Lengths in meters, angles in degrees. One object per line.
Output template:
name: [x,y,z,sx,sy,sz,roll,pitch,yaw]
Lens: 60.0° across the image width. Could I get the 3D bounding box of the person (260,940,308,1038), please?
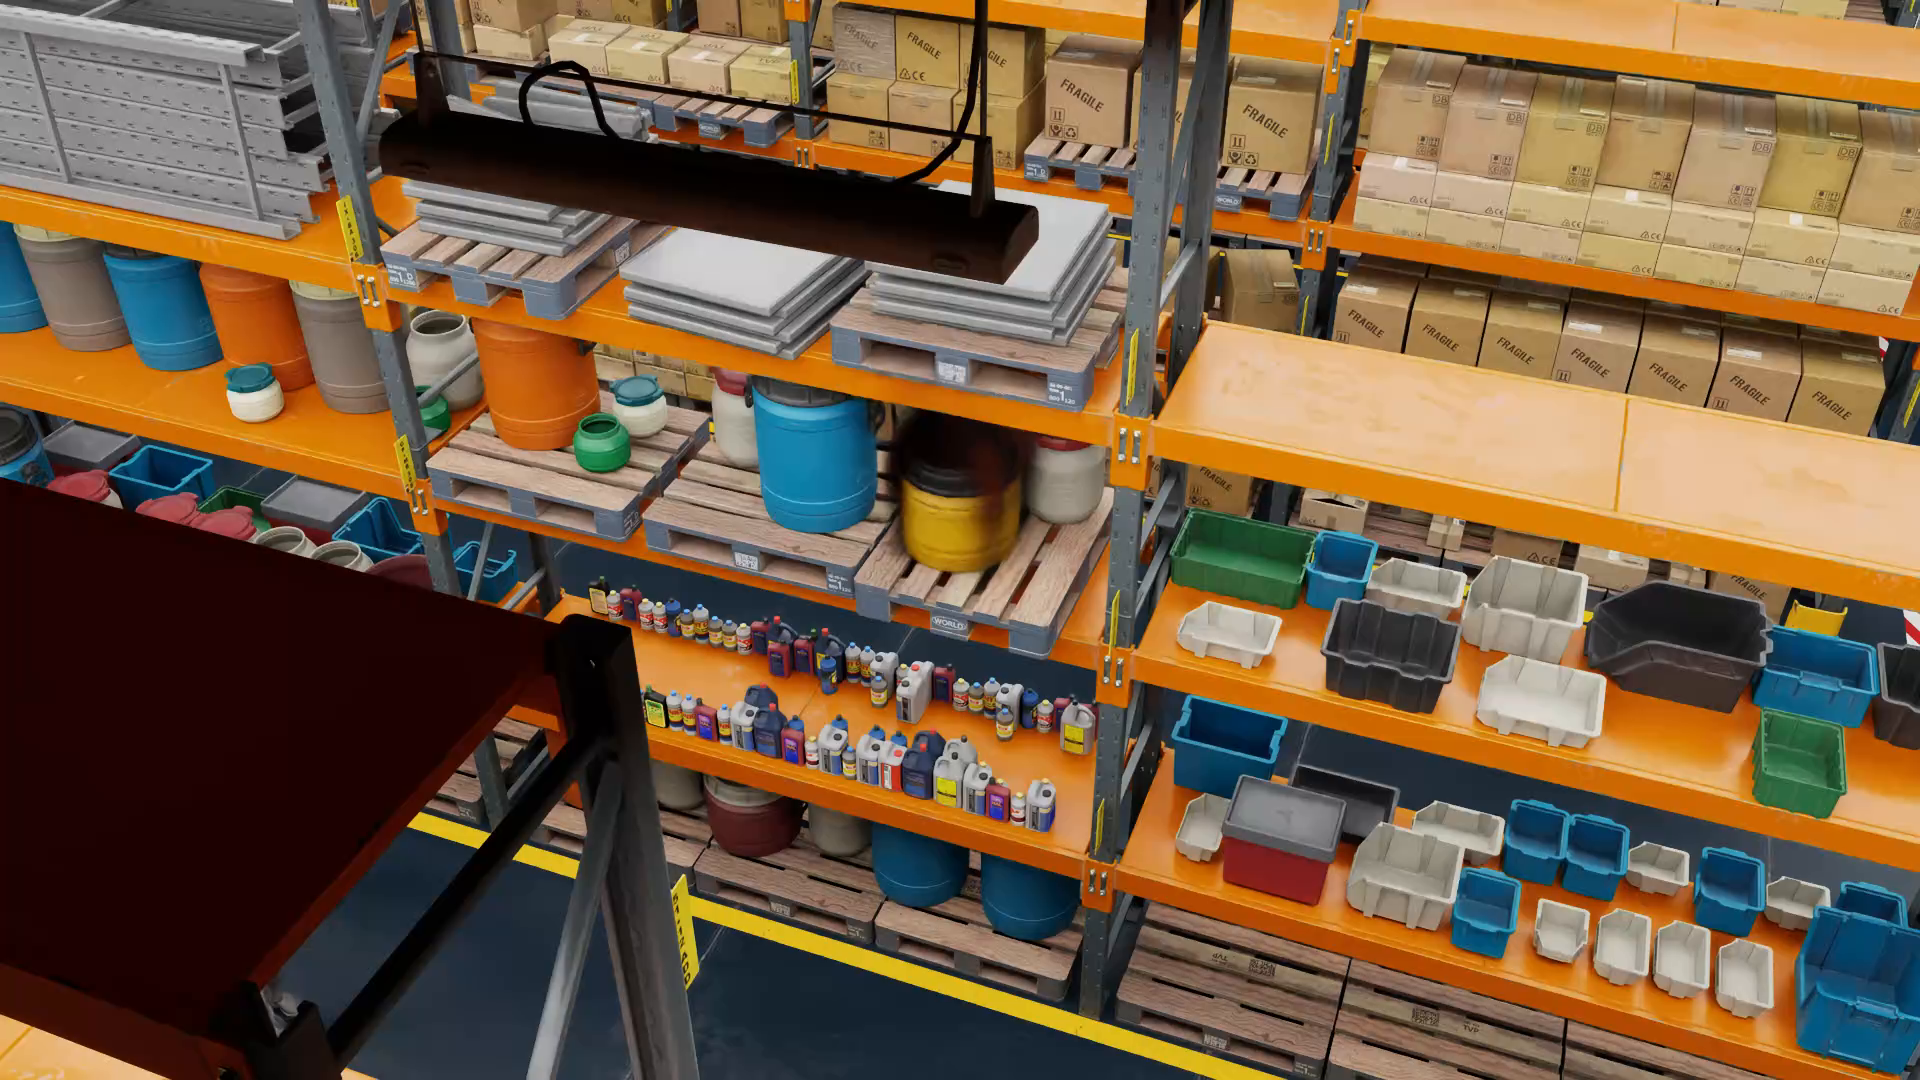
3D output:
person: [-3.845,2.169,9.030,0.484,1.668,0.703,-29,45,-33]
